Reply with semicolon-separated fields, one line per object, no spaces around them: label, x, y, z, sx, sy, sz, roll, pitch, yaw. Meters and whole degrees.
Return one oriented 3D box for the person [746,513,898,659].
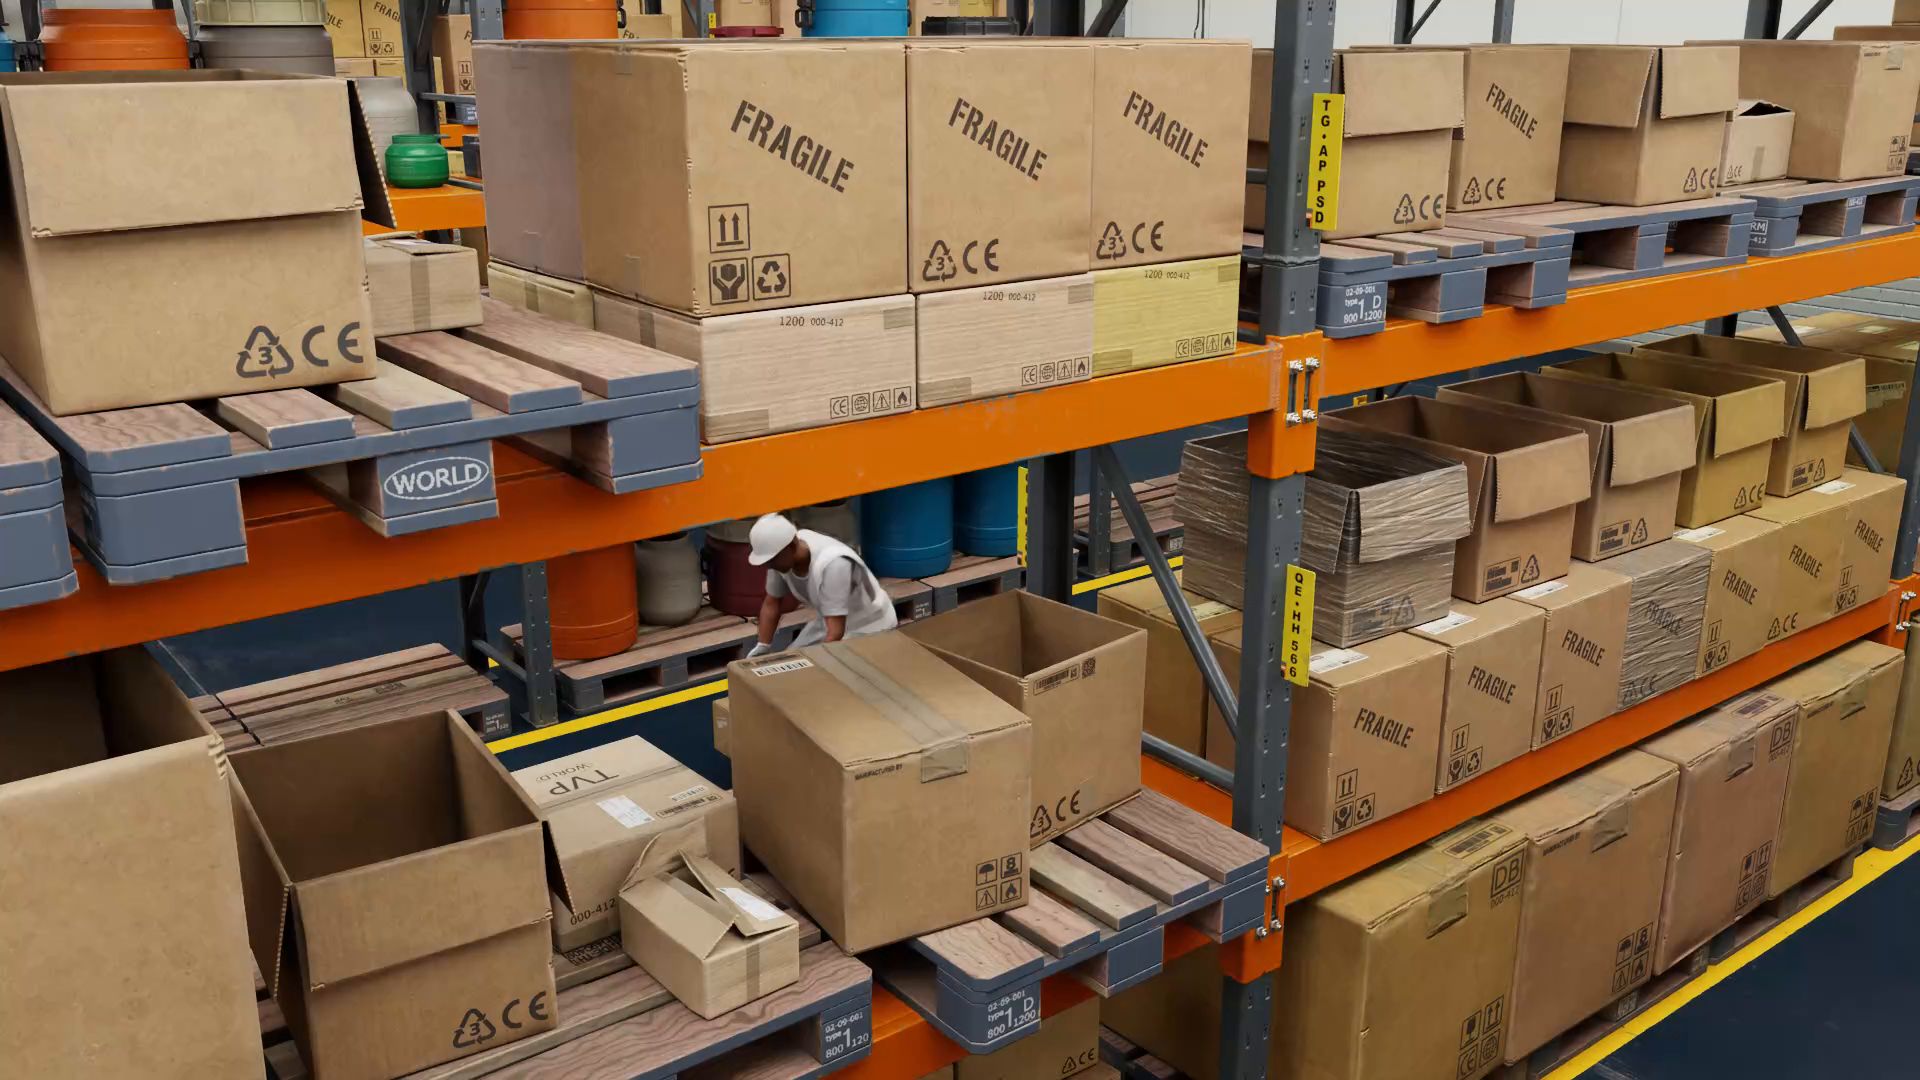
person;-0.667;0.461;8.134;0.787;1.327;0.610;-13;22;-36
